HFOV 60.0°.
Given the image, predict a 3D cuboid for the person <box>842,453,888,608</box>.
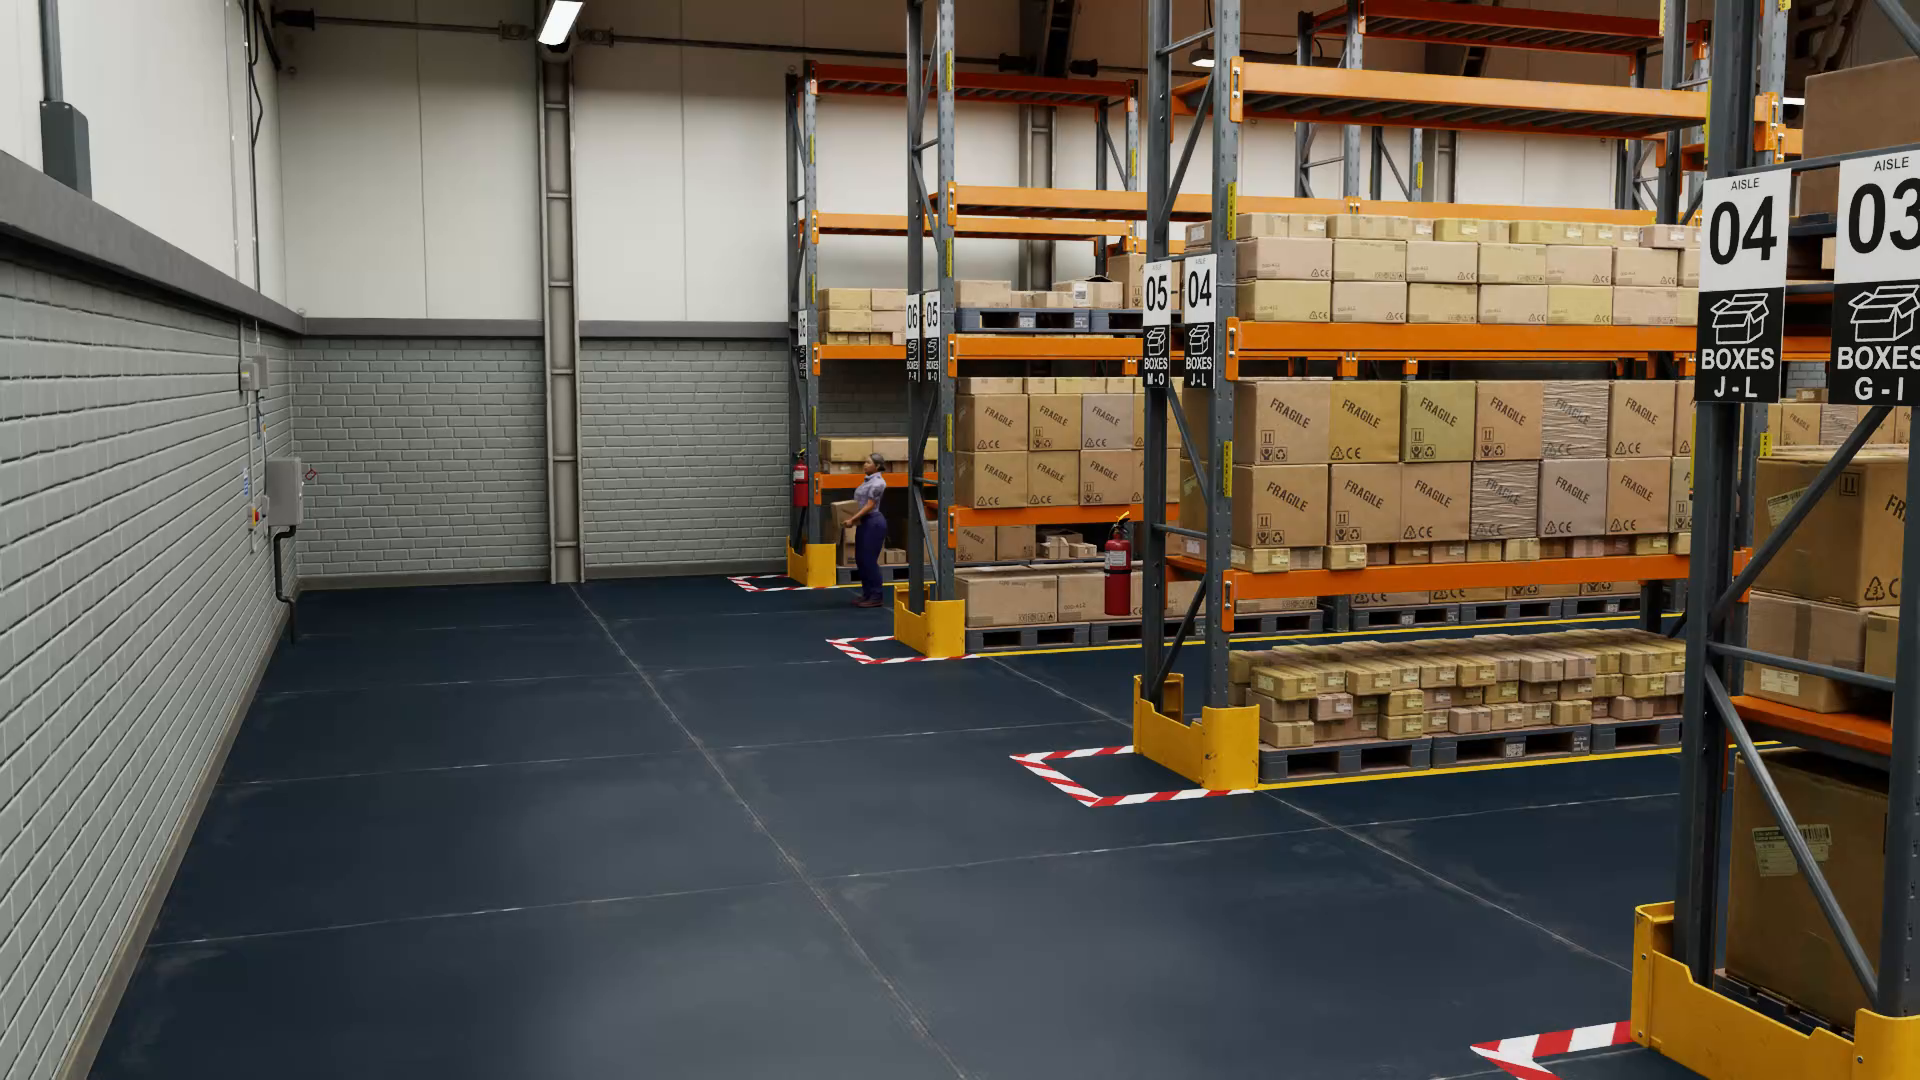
[{"bbox_3d":[-1.042,-0.110,17.776,0.524,1.636,0.453,-2,6,-18],"label":"person"}]
